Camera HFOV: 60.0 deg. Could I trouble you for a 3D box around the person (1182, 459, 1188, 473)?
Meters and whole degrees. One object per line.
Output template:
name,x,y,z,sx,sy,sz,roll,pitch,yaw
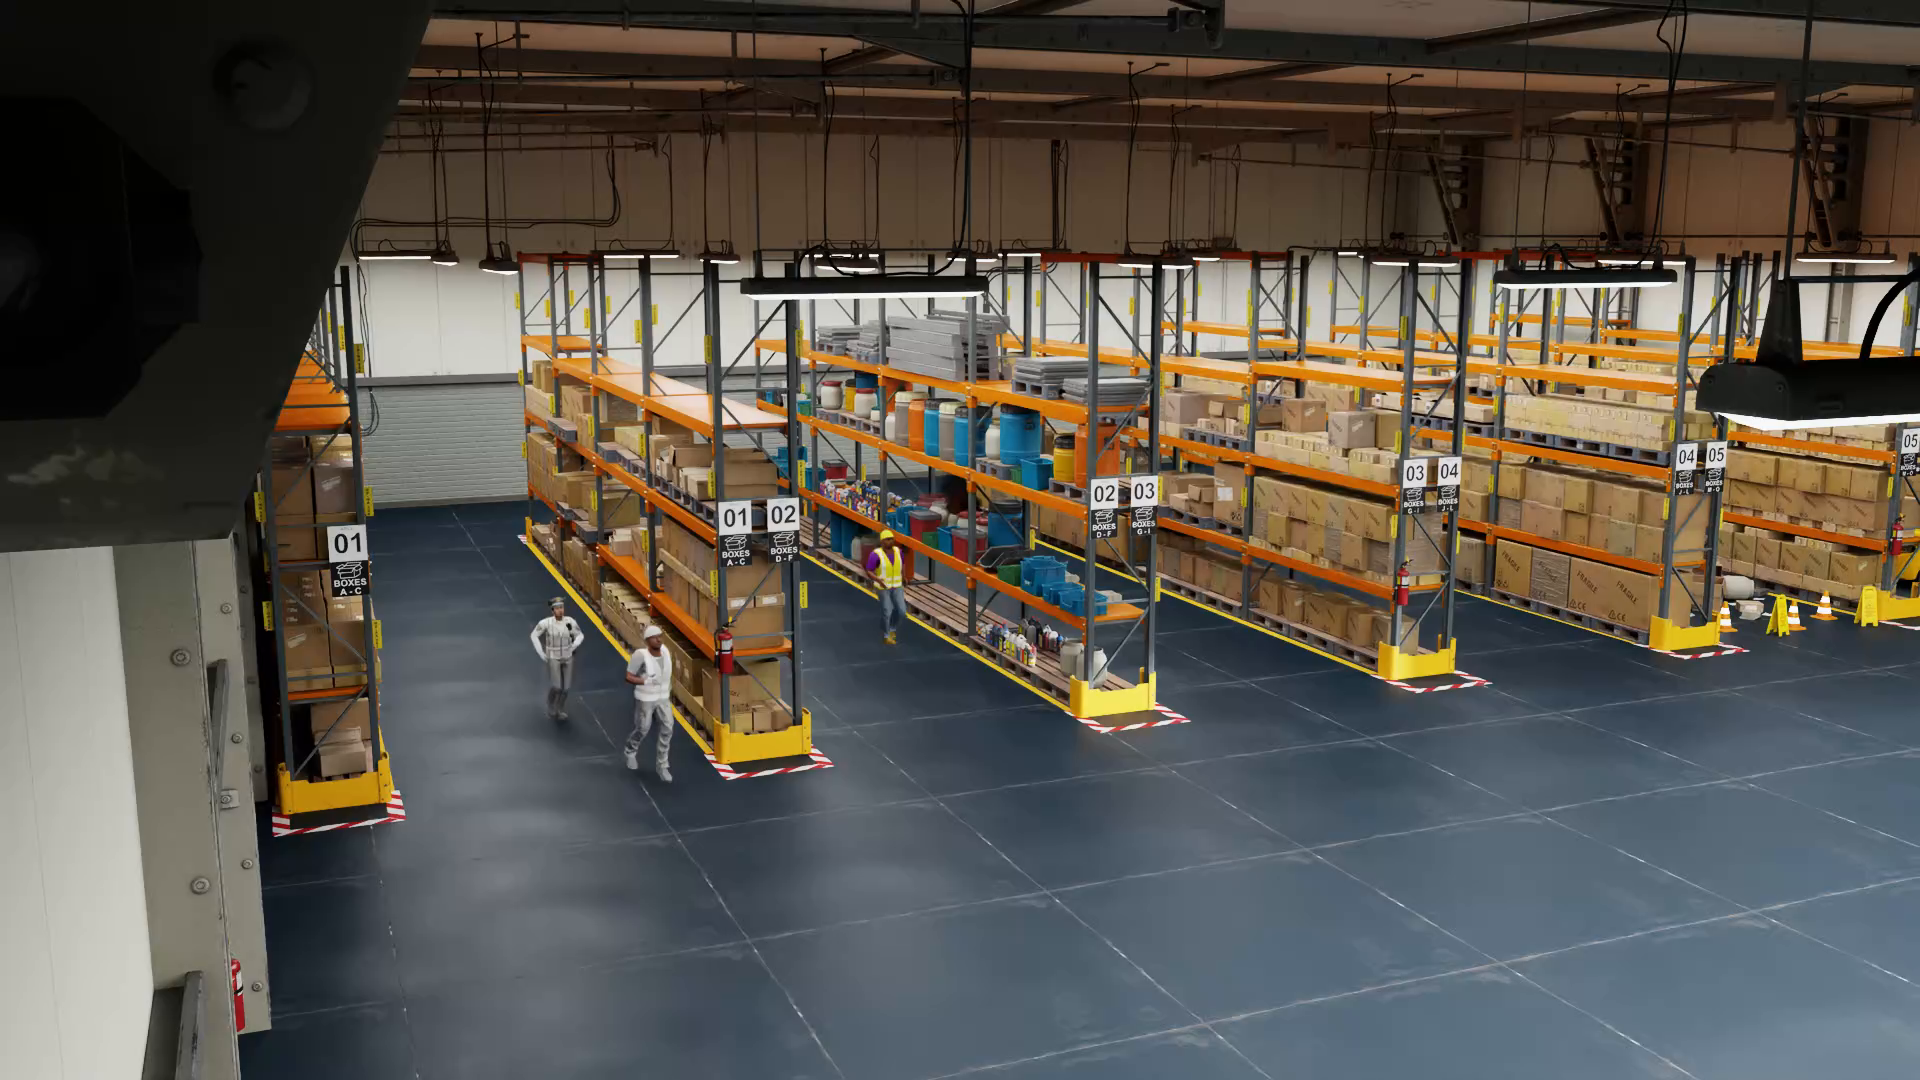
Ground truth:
person,5.658,-2.151,41.915,0.721,1.770,0.625,-3,11,-18

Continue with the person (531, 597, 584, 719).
person,-5.243,1.561,21.824,0.667,1.659,0.532,-5,12,-27

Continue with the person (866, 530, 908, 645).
person,-1.035,0.719,24.712,0.674,1.754,0.536,-6,12,-28

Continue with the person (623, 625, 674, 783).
person,-3.655,1.904,19.688,0.702,1.827,0.833,-10,15,-44
